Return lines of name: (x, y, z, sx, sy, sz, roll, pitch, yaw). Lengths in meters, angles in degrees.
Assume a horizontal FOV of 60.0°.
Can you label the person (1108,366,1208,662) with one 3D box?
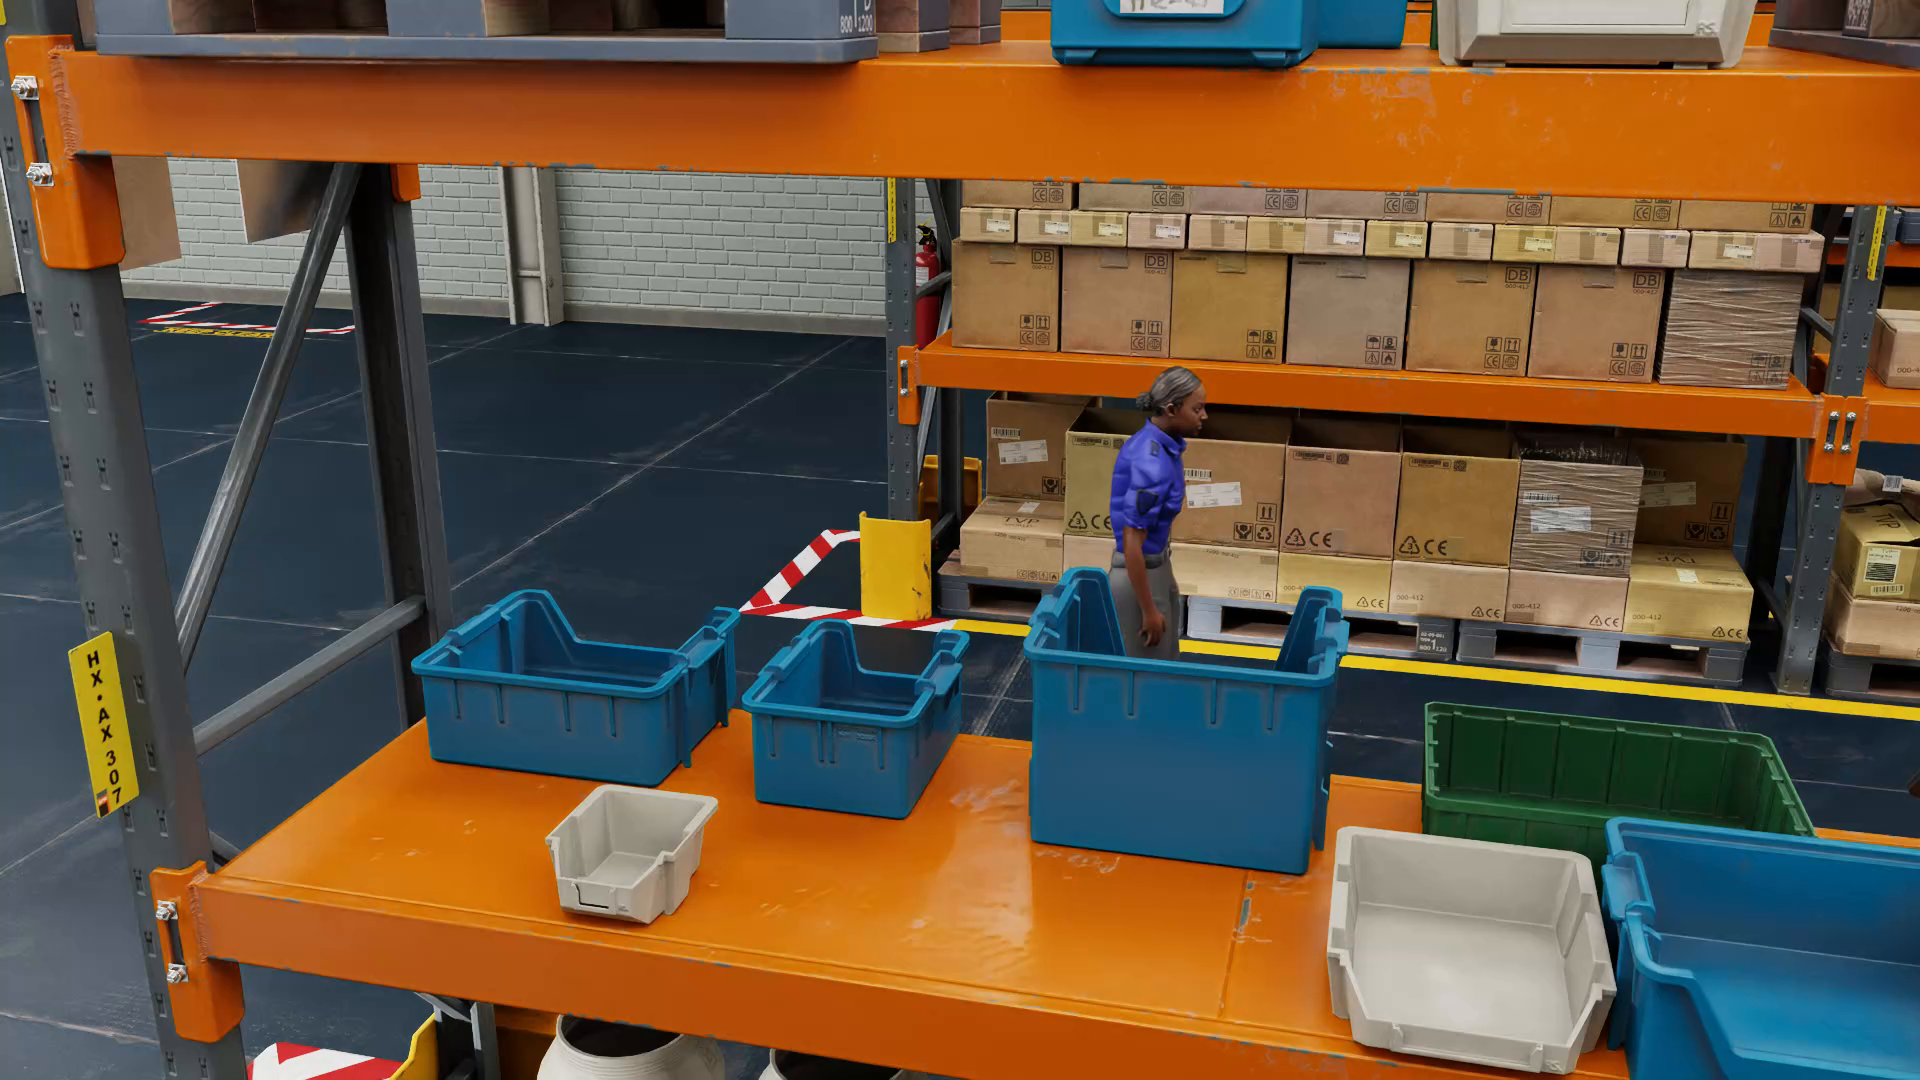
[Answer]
person: (0.689, 0.186, 6.007, 0.346, 1.655, 0.506, 5, 19, 14)
